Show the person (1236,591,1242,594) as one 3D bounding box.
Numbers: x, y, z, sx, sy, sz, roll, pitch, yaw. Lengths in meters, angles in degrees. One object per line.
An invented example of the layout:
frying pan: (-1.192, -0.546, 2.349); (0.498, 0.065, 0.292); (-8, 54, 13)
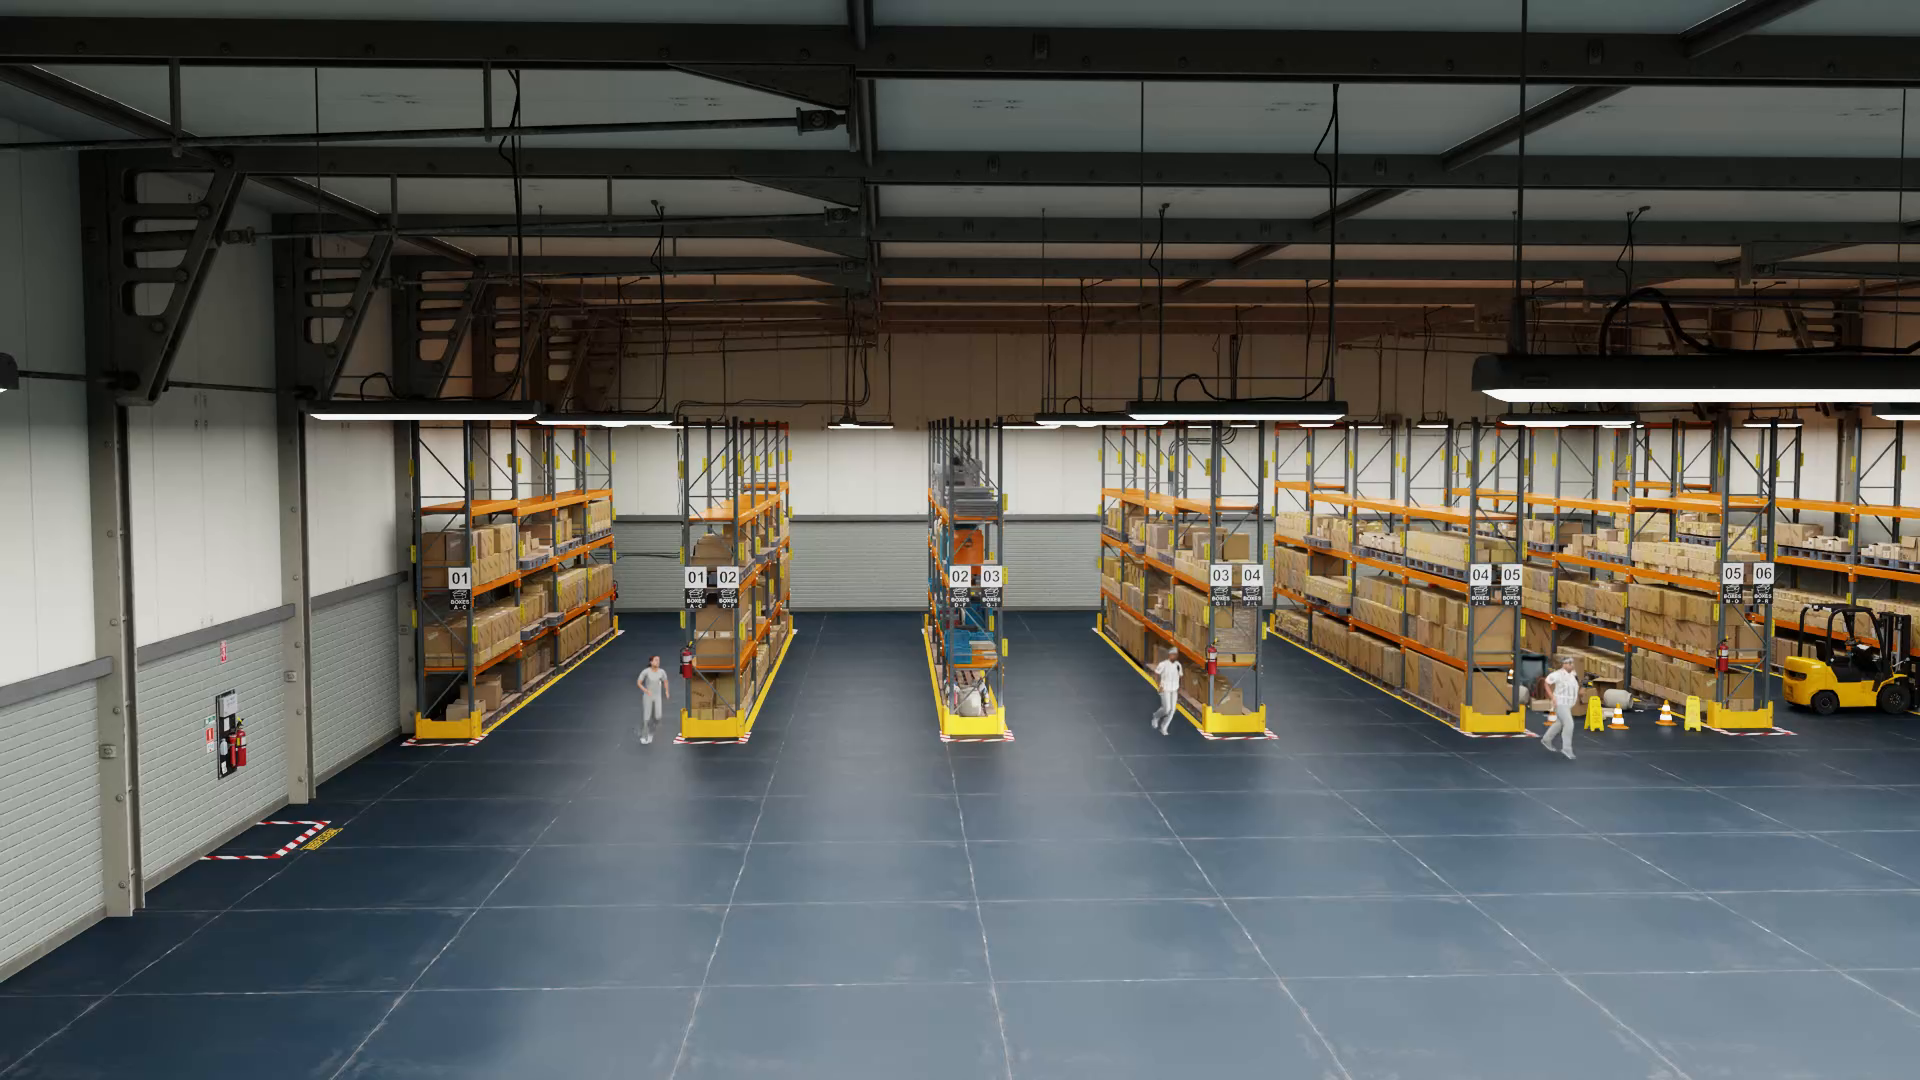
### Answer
person: (7.720, 1.844, 46.893); (0.691, 1.666, 0.687); (1, 4, 18)

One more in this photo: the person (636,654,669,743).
person: (-5.609, 2.912, 30.501); (0.635, 1.632, 0.561); (-2, 4, -28)

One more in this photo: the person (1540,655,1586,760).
person: (10.638, 2.921, 29.391); (0.651, 1.843, 0.821); (-3, 5, -39)

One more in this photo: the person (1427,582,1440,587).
person: (14.031, 1.657, 49.390); (0.925, 1.684, 0.726); (1, 4, 17)

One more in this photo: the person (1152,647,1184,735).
person: (3.985, 2.858, 31.592); (0.571, 1.674, 0.535); (-1, 4, -19)
